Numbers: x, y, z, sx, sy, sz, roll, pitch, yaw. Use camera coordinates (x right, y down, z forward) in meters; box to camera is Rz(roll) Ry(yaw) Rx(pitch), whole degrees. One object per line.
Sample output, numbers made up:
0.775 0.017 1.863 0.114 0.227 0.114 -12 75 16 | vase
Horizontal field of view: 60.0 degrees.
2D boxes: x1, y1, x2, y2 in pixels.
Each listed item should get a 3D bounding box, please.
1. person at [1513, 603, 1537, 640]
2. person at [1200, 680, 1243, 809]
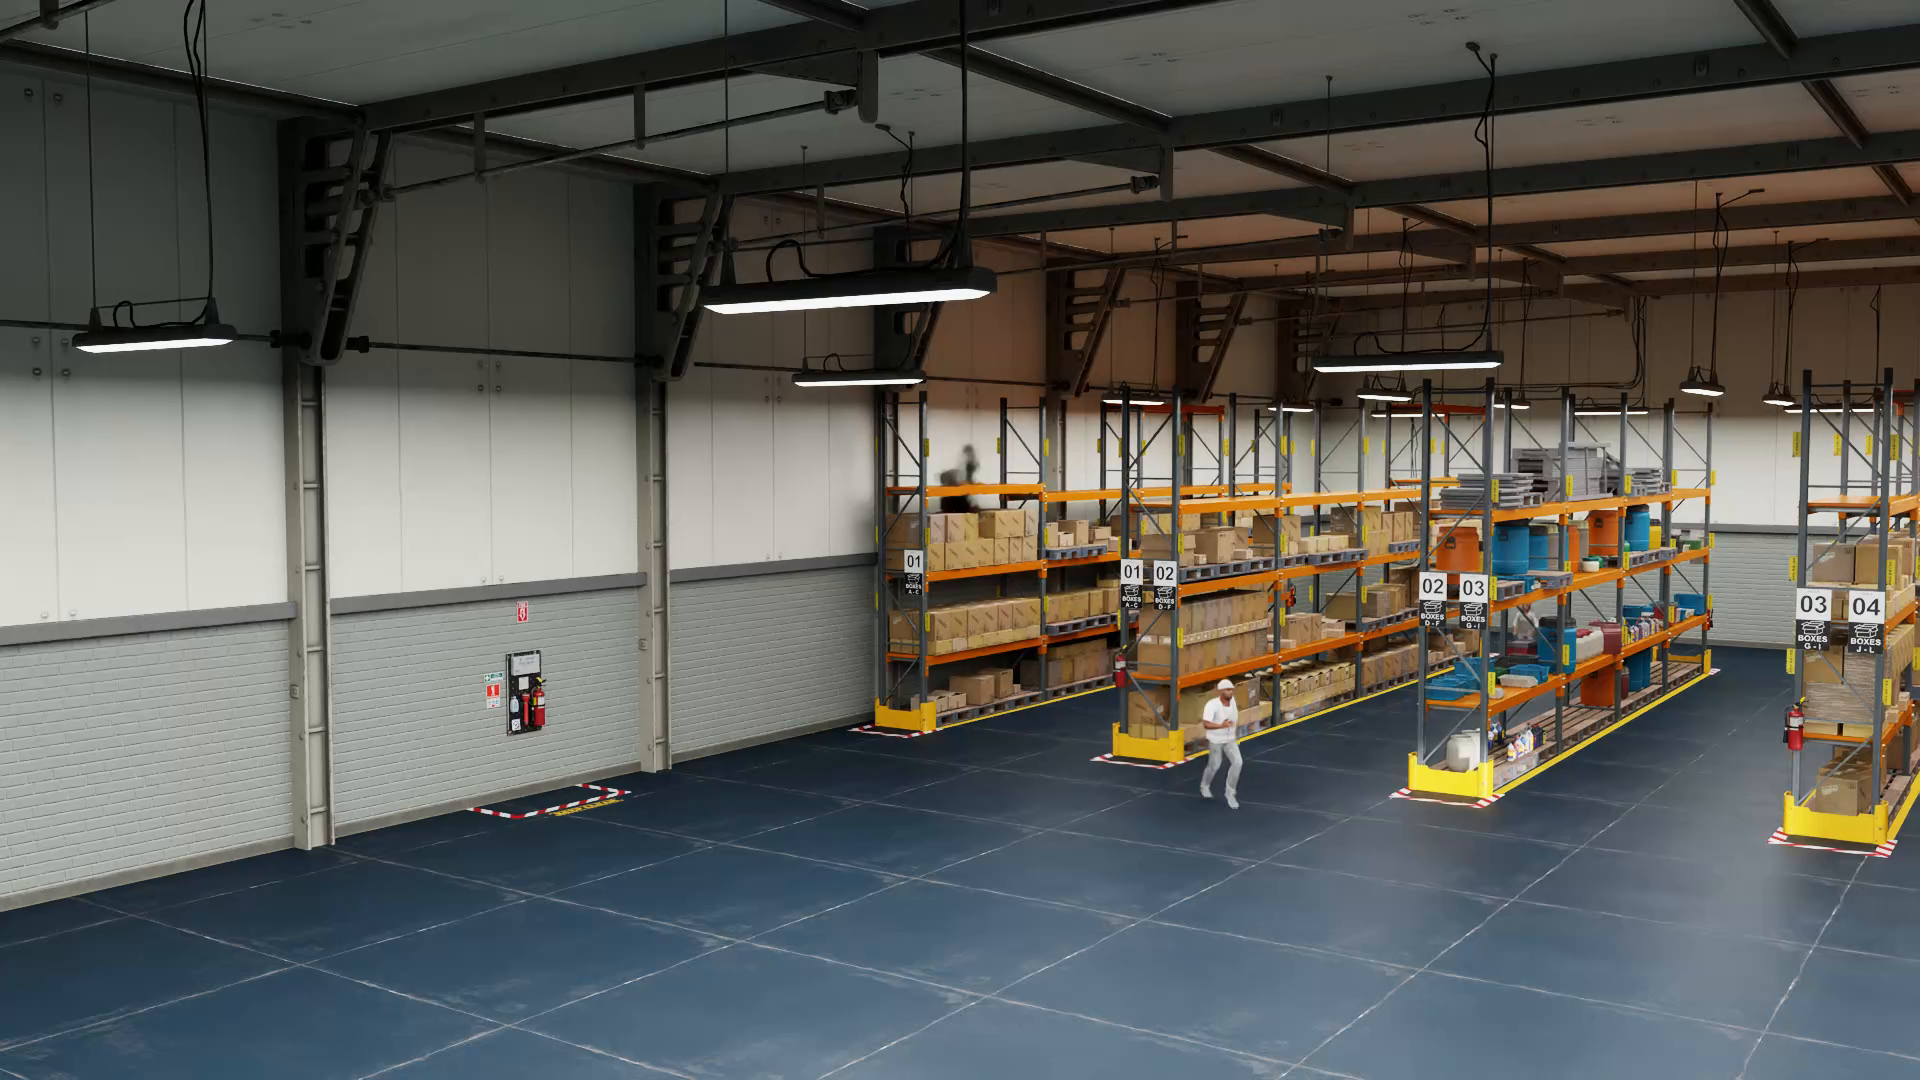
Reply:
12.758 2.155 37.552 0.529 1.556 0.577 1 3 22 | person
3.648 2.837 23.321 0.727 1.803 0.850 -2 4 -29 | person
